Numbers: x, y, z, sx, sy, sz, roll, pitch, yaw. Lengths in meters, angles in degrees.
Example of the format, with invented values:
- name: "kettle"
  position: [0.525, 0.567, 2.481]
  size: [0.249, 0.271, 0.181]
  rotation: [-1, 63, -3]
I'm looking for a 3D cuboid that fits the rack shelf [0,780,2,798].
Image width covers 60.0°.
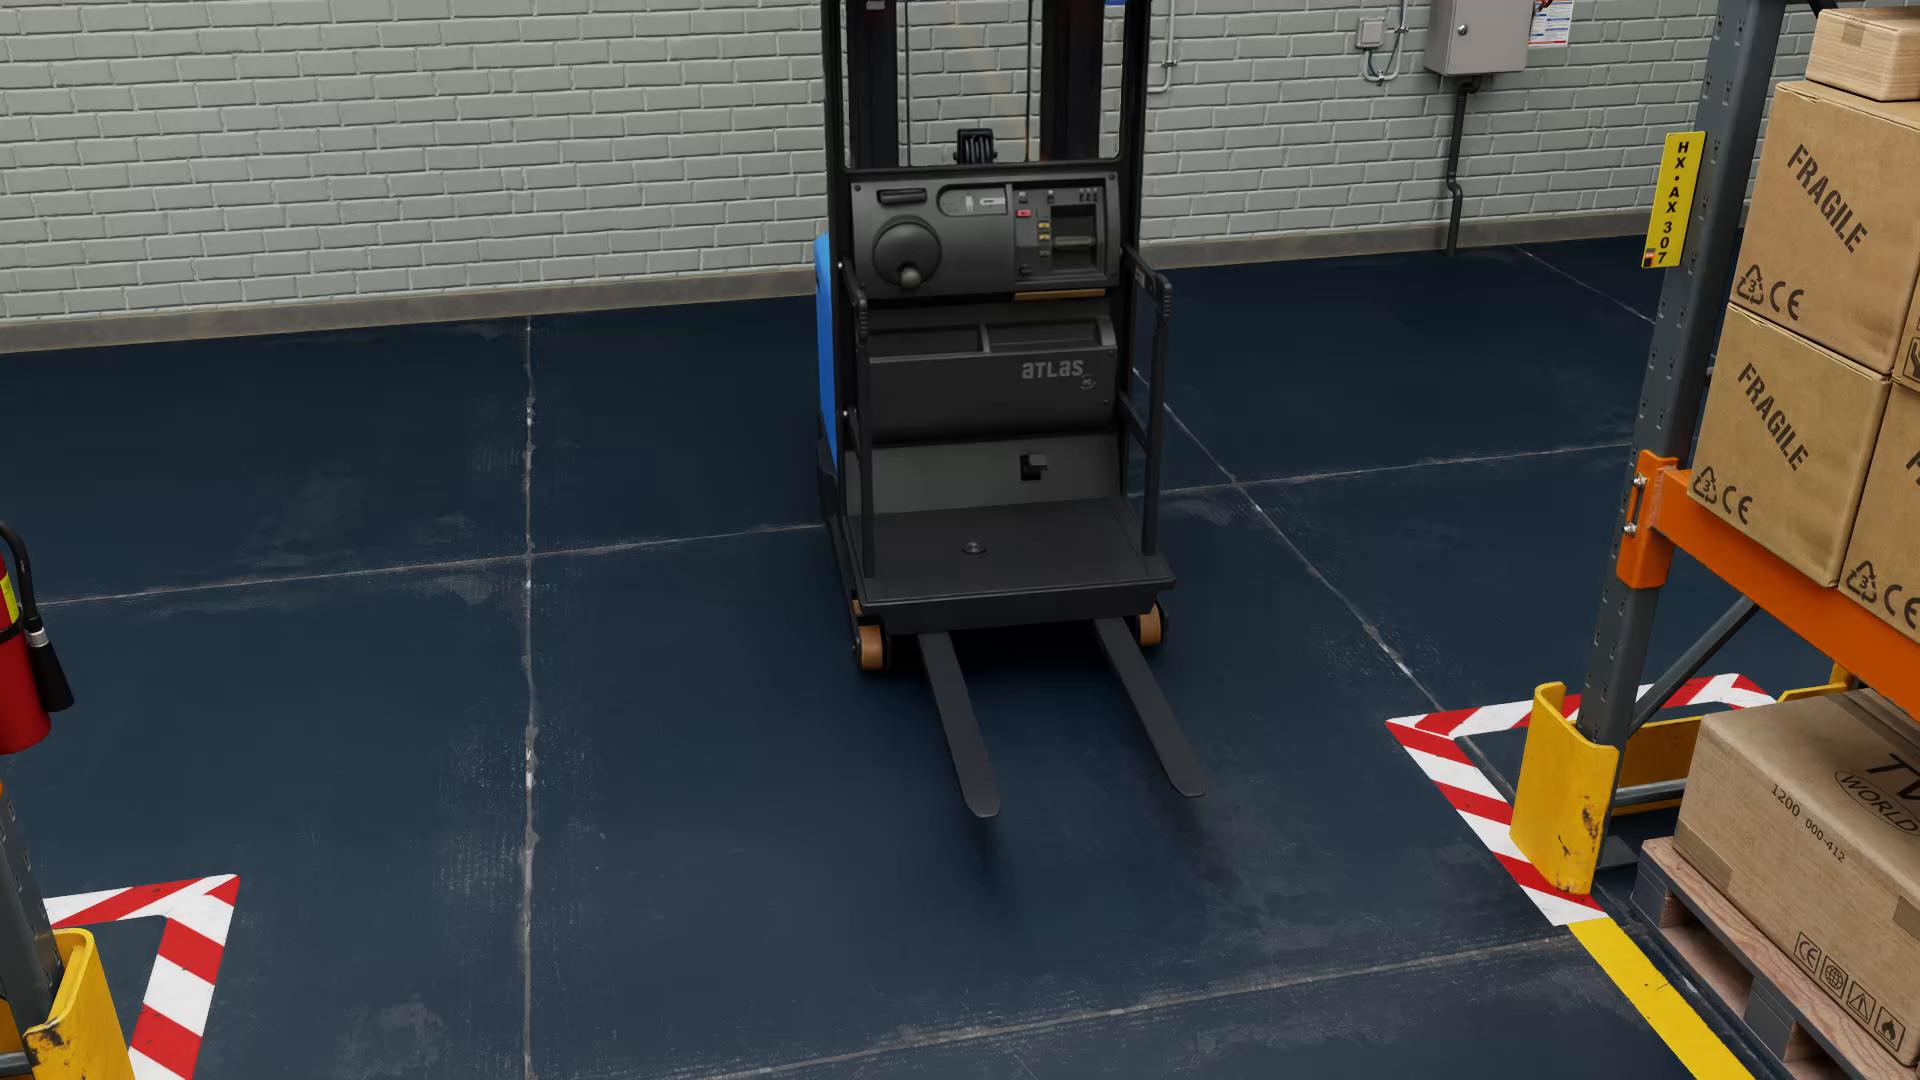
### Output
- name: "rack shelf"
  position: [-2.100, 1.302, 1.640]
  size: [1.077, 0.370, 4.000]
  rotation: [-6, 27, -12]

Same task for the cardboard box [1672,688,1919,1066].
- name: "cardboard box"
  position: [2.496, 0.792, 4.230]
  size: [0.875, 0.438, 0.875]
  rotation: [-7, 28, -13]

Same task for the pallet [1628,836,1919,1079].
- name: "pallet"
  position: [2.506, 1.144, 4.250]
  size: [1.003, 0.211, 1.213]
  rotation: [-6, 27, -12]

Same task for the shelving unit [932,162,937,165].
- name: "shelving unit"
  position: [-0.181, -1.037, 7.472]
  size: [0.258, 1.200, 0.503]
  rotation: [-4, 27, -8]

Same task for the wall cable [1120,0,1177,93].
- name: "wall cable"
  position: [0.956, -3.385, 8.965]
  size: [0.585, 1.953, 0.123]
  rotation: [-6, 27, -12]

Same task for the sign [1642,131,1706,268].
- name: "sign"
  position: [1.707, -0.812, 3.982]
  size: [0.100, 0.325, 0.005]
  rotation: [-6, 27, -12]

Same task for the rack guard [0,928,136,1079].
- name: "rack guard"
  position: [-2.533, 1.252, 3.714]
  size: [1.175, 0.500, 0.348]
  rotation: [-6, 27, -12]

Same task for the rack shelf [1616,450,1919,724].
- name: "rack shelf"
  position: [2.700, 0.755, 2.723]
  size: [1.077, 0.370, 4.000]
  rotation: [-6, 27, -12]

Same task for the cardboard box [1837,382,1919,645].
- name: "cardboard box"
  position: [2.219, -0.030, 3.369]
  size: [0.500, 0.500, 0.500]
  rotation: [-6, 27, -12]

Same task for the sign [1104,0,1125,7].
- name: "sign"
  position: [0.895, -3.060, 9.183]
  size: [0.327, 0.218, 0.001]
  rotation: [-6, 27, -12]

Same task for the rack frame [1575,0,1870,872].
- name: "rack frame"
  position: [2.250, -0.444, 4.301]
  size: [1.000, 3.000, 0.127]
  rotation: [-6, 27, -12]

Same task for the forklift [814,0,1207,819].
- name: "forklift"
  position: [0.130, -1.023, 5.523]
  size: [1.130, 2.935, 3.031]
  rotation: [-4, 27, -8]

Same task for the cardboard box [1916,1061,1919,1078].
- name: "cardboard box"
  position: [2.710, 1.193, 3.435]
  size: [0.875, 0.438, 0.875]
  rotation: [-5, 27, -10]

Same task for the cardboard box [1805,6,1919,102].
- name: "cardboard box"
  position: [2.060, -1.041, 3.542]
  size: [0.380, 0.149, 0.250]
  rotation: [-5, 27, -11]

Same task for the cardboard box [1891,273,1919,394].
- name: "cardboard box"
  position: [2.203, -0.469, 3.130]
  size: [0.500, 0.500, 0.500]
  rotation: [-7, 28, -13]

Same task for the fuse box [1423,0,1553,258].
- name: "fuse box"
  position: [3.036, -2.491, 9.787]
  size: [0.539, 1.711, 0.414]
  rotation: [-6, 27, -12]

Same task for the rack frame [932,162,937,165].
- name: "rack frame"
  position: [-0.221, -1.145, 7.687]
  size: [0.240, 1.200, 0.015]
  rotation: [-4, 27, -8]

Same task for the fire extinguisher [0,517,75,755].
- name: "fire extinguisher"
  position: [-2.158, 0.147, 3.630]
  size: [0.296, 0.674, 0.183]
  rotation: [-6, 27, -12]

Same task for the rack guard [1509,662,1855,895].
- name: "rack guard"
  position: [2.244, 0.661, 4.885]
  size: [1.175, 0.500, 0.348]
  rotation: [-6, 27, -12]

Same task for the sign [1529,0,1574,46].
- name: "sign"
  position: [3.470, -3.165, 9.797]
  size: [0.329, 0.494, 0.001]
  rotation: [-6, 27, -12]

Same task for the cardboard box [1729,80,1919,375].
- name: "cardboard box"
  position: [2.080, -0.695, 3.578]
  size: [0.500, 0.500, 0.500]
  rotation: [-7, 28, -13]

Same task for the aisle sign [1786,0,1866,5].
- name: "aisle sign"
  position: [1.951, -1.607, 3.719]
  size: [0.394, 0.787, 0.004]
  rotation: [-6, 27, -12]

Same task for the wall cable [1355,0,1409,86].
- name: "wall cable"
  position: [2.335, -3.520, 9.267]
  size: [0.588, 1.984, 0.122]
  rotation: [-6, 27, -12]

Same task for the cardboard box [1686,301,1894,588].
- name: "cardboard box"
  position: [2.078, -0.249, 3.803]
  size: [0.500, 0.500, 0.500]
  rotation: [-6, 27, -12]

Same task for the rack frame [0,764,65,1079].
- name: "rack frame"
  position: [-2.554, 0.103, 3.216]
  size: [0.949, 2.616, 0.053]
  rotation: [-6, 27, -12]
